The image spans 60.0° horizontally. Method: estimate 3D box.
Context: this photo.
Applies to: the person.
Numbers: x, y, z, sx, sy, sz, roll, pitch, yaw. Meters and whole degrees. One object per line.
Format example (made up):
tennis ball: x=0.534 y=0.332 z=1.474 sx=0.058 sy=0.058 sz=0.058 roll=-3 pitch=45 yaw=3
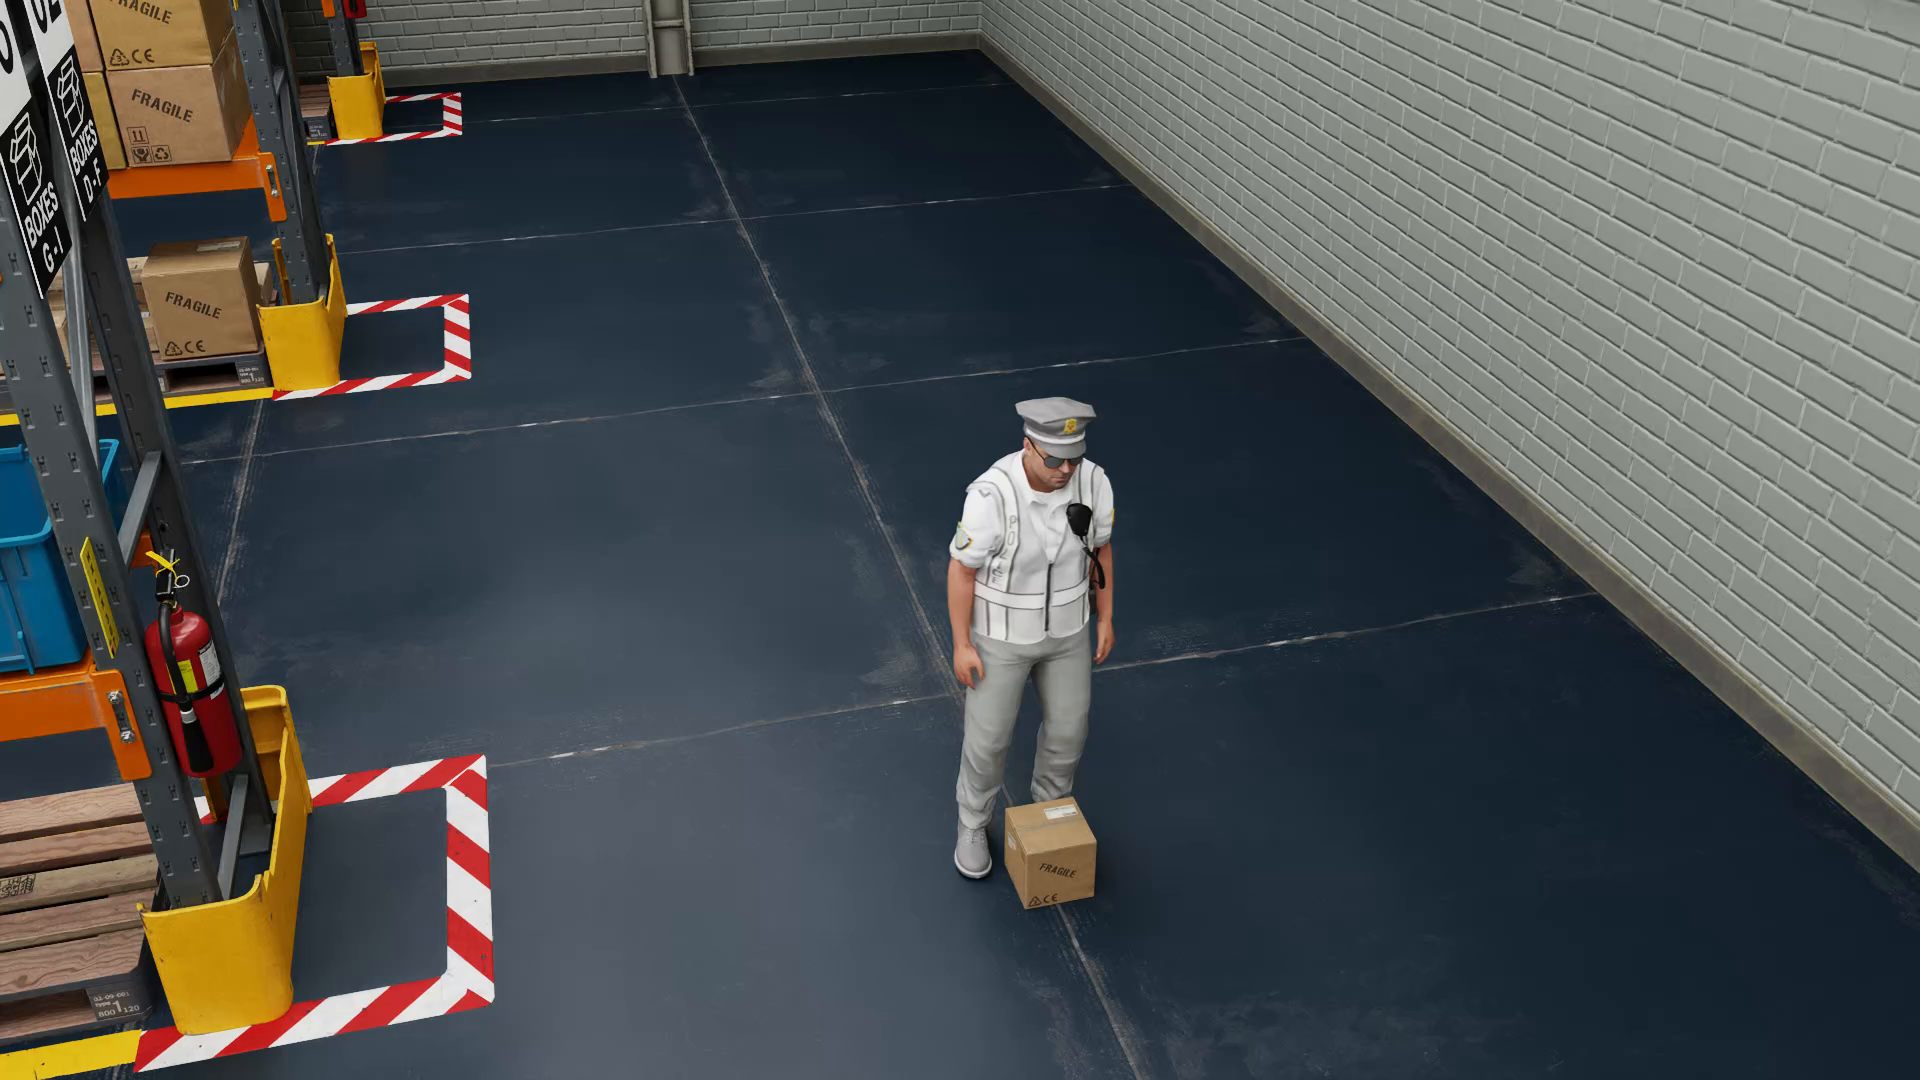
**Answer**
person: x=0.237 y=0.300 z=5.604 sx=0.606 sy=1.748 sz=0.443 roll=-10 pitch=31 yaw=-16
